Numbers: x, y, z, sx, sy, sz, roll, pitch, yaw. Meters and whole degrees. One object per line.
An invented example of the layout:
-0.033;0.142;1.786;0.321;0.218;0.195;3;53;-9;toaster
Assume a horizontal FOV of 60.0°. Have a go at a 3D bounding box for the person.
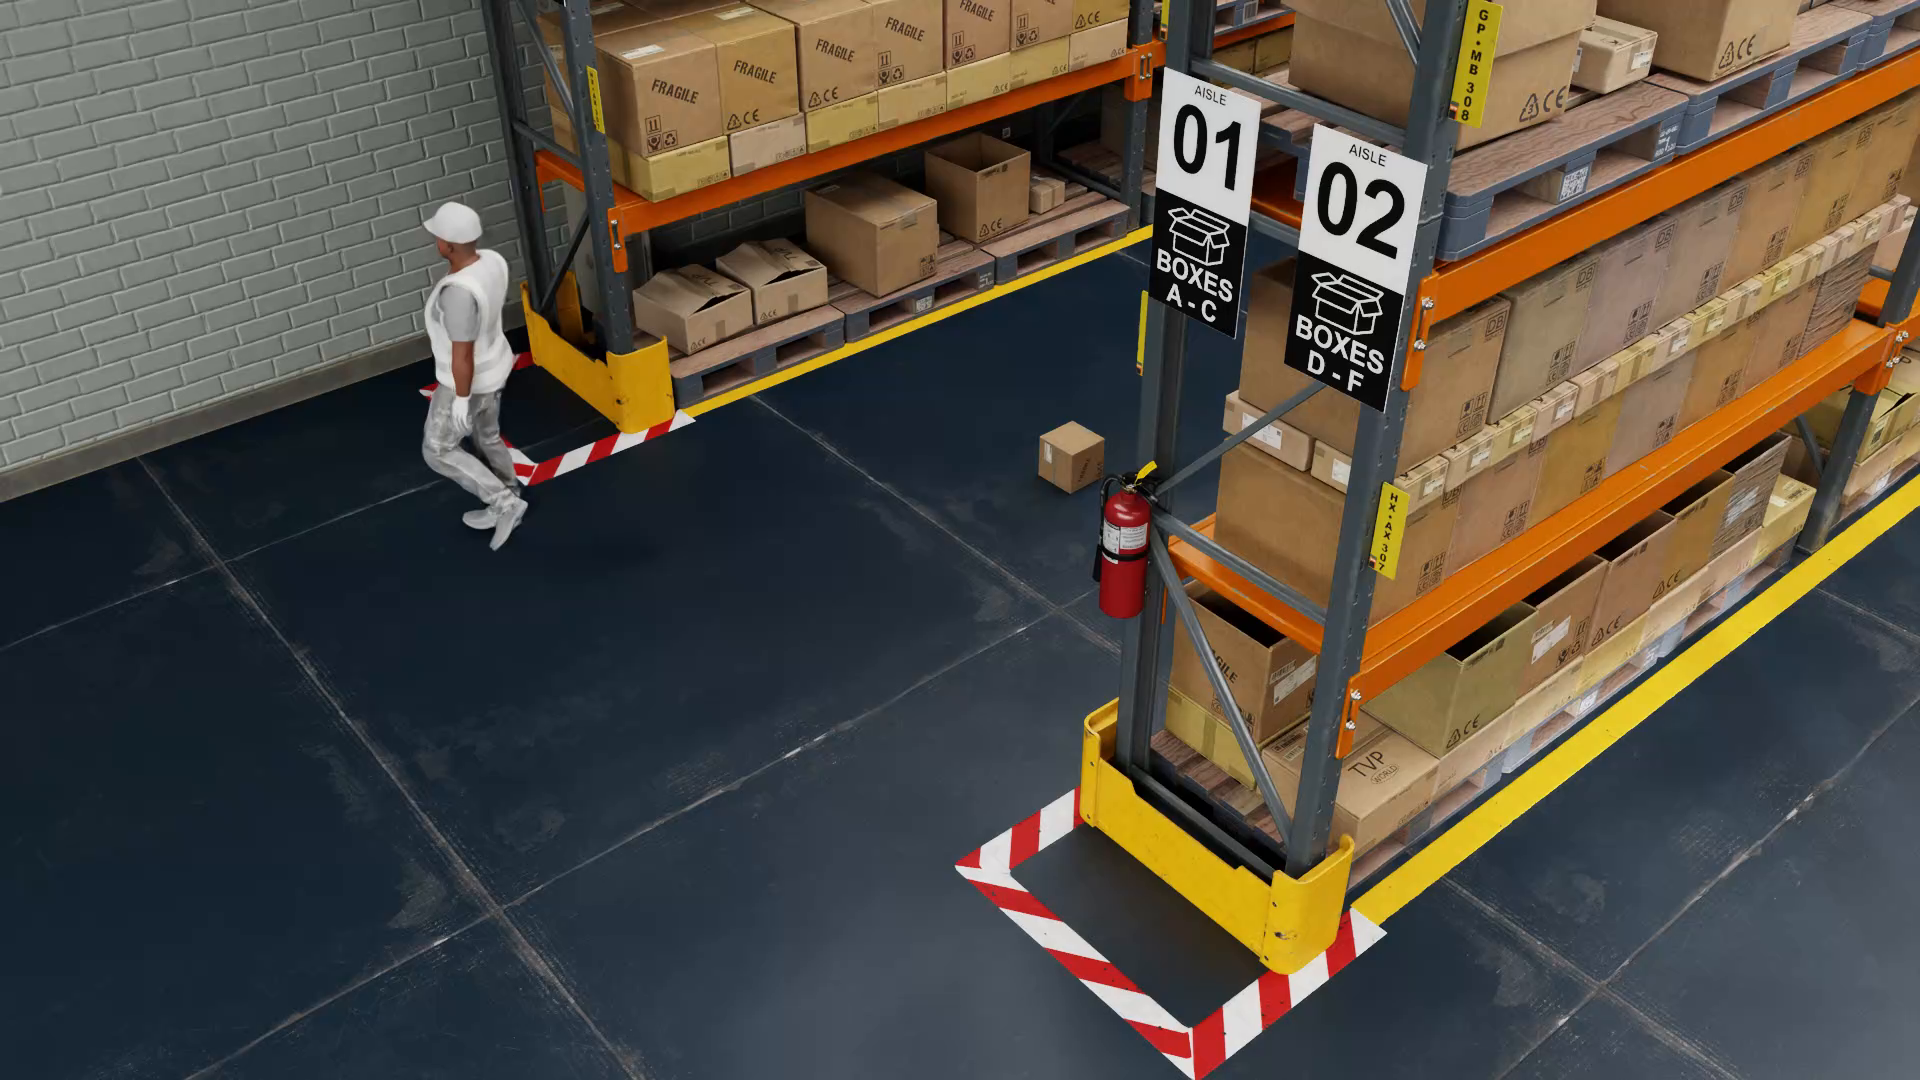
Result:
-2.394;-0.800;8.133;0.483;1.771;0.610;3;36;4;person
